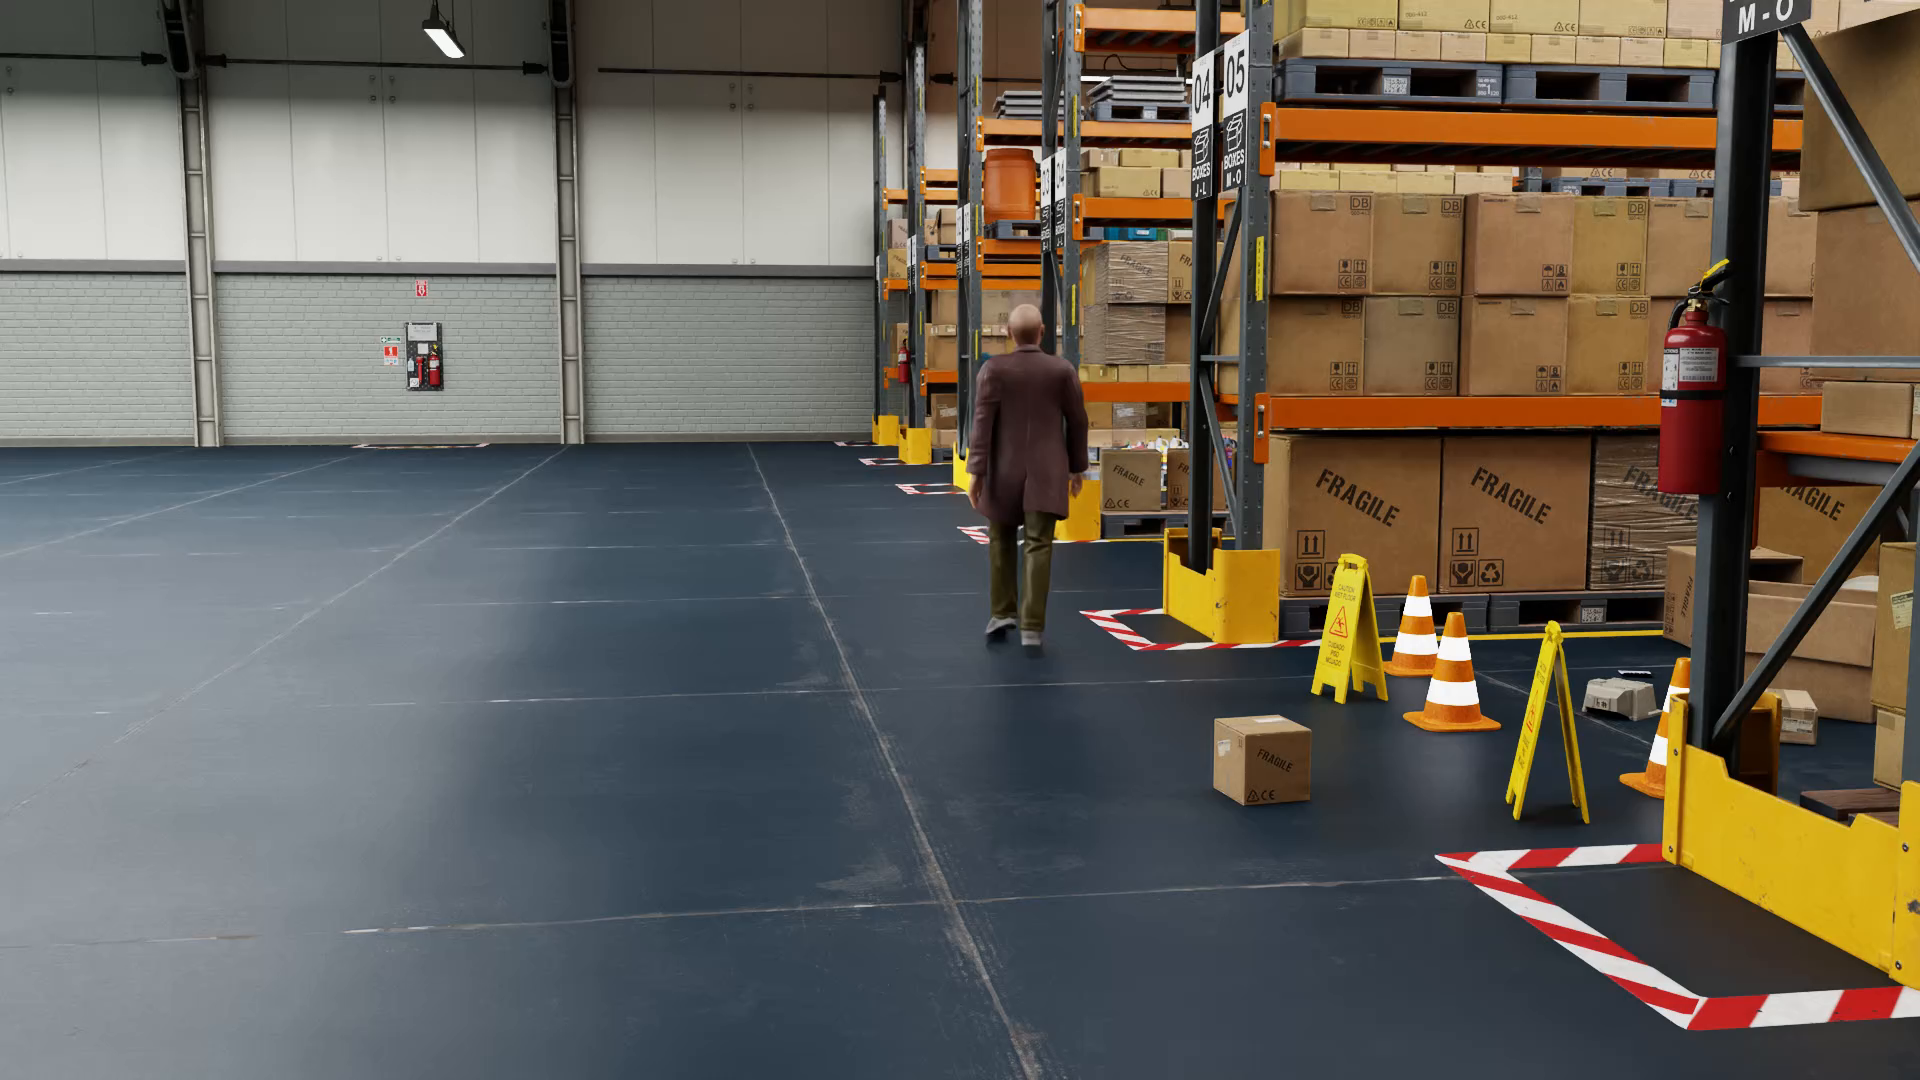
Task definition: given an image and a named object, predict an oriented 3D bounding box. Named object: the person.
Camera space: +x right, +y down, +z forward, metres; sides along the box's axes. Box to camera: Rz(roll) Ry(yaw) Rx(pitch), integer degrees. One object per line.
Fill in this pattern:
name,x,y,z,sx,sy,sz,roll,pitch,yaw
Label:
person,0.352,-0.325,8.719,0.642,1.807,0.859,0,6,2
